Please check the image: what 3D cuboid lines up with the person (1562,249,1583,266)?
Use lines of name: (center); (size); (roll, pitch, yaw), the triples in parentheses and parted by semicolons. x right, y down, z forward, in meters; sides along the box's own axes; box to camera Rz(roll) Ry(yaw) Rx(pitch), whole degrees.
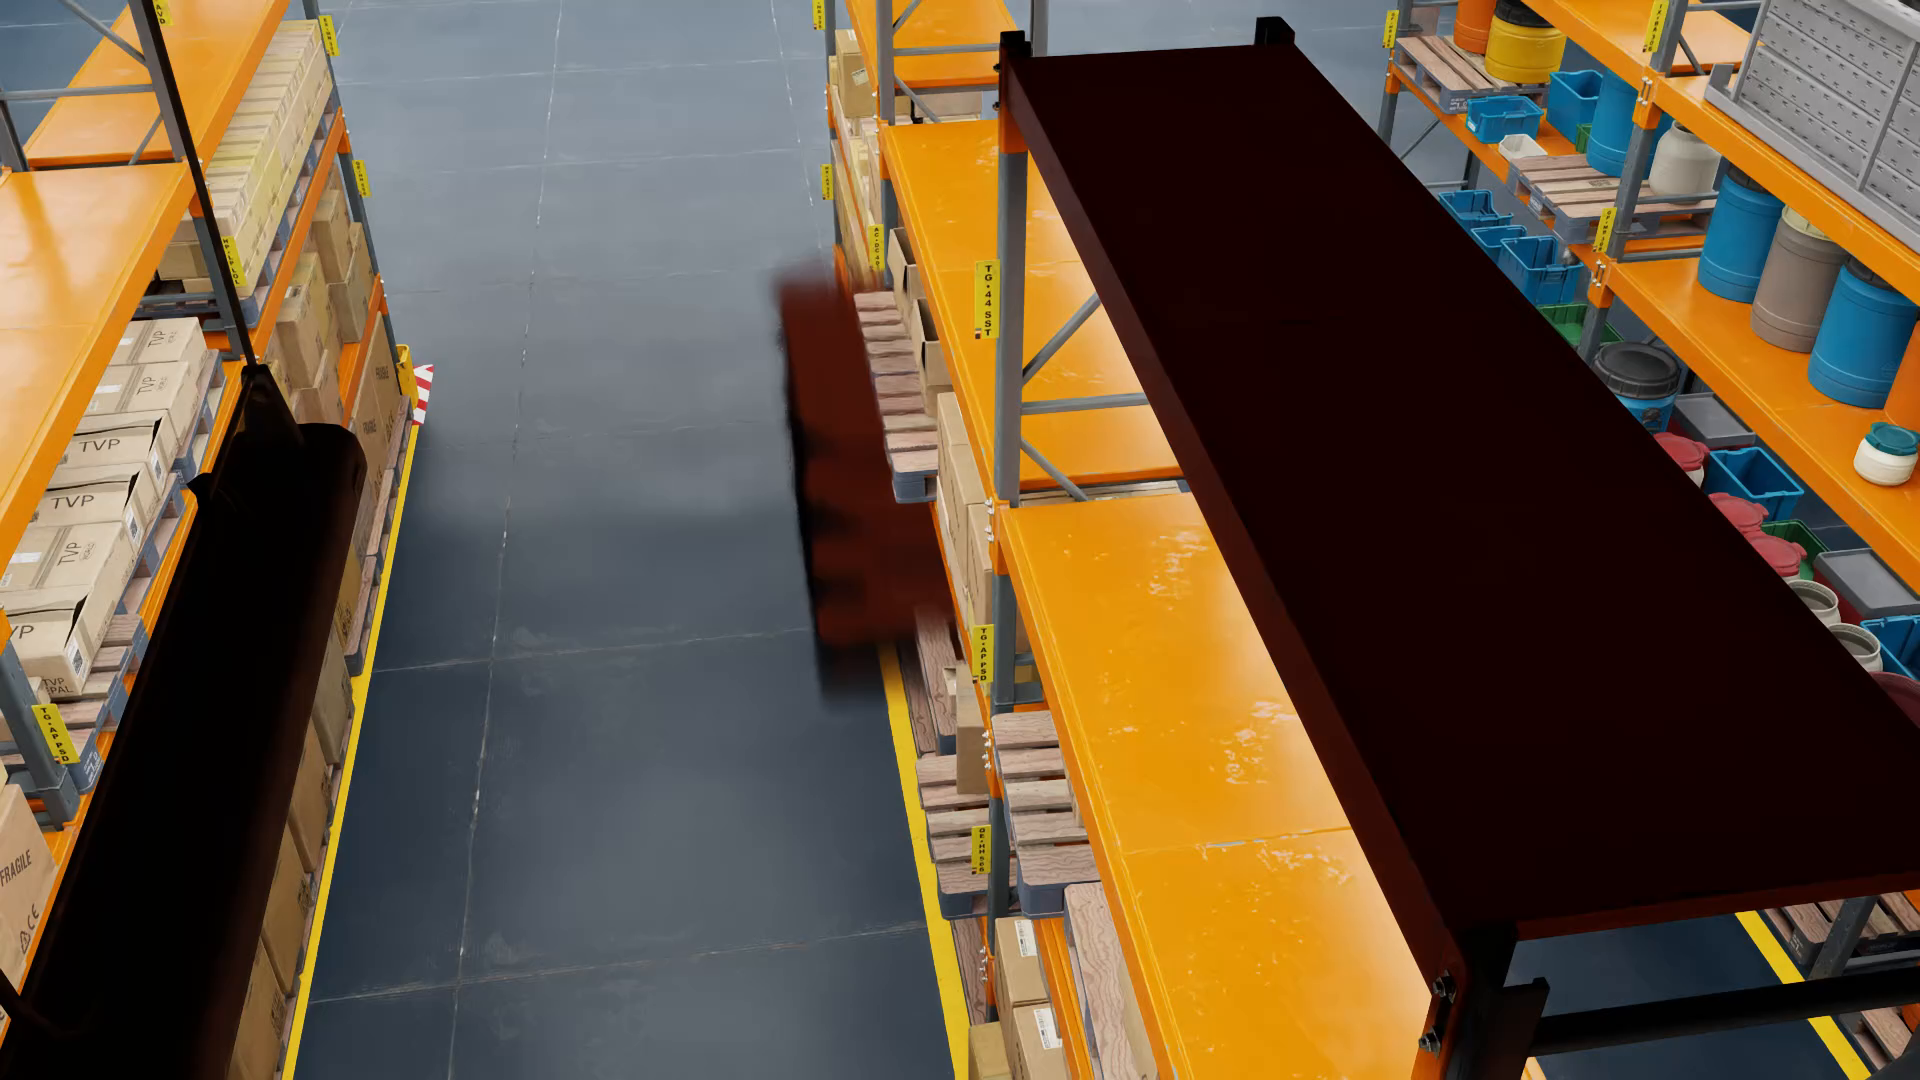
person: (6.355, -3.367, 16.570); (0.593, 1.729, 0.988); (-1, 36, -2)
